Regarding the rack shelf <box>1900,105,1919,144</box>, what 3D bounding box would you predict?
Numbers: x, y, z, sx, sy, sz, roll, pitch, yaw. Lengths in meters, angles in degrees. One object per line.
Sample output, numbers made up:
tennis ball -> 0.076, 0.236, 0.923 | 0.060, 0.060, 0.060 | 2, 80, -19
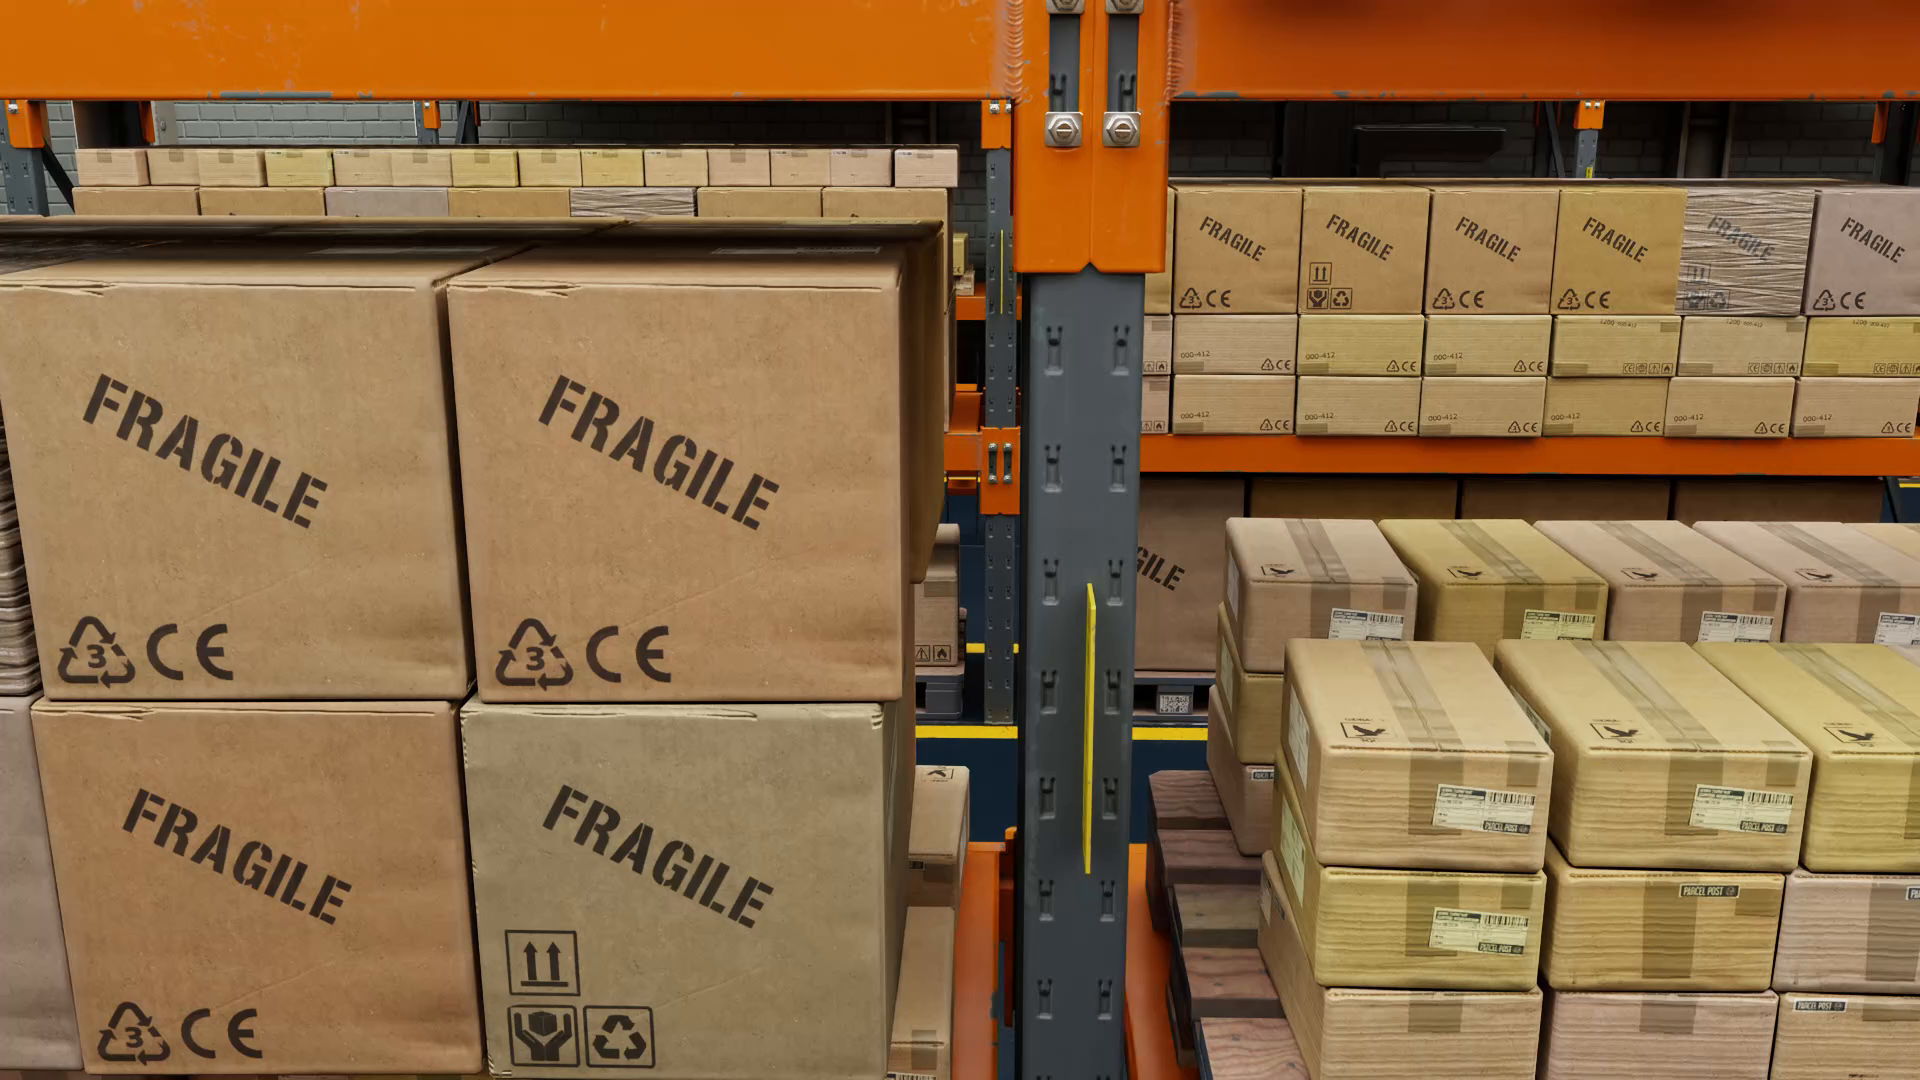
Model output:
rack shelf -> 6.179, -1.827, 6.917 | 4.000, 0.370, 1.077 | 0, 15, 1

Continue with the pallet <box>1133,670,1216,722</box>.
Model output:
pallet -> 0.954, 0.570, 7.765 | 1.213, 0.211, 1.003 | 0, 15, 1

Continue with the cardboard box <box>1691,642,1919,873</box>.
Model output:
cardboard box -> 1.073, 0.252, 2.007 | 0.250, 0.149, 0.380 | 1, 15, 2

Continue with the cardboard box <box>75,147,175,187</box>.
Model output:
cardboard box -> -3.470, -1.563, 6.955 | 0.250, 0.149, 0.380 | 1, 15, 3

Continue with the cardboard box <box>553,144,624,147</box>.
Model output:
cardboard box -> -1.650, -1.692, 7.447 | 0.250, 0.149, 0.380 | 0, 15, 2

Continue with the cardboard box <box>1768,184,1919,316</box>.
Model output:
cardboard box -> 3.656, -1.206, 6.877 | 0.500, 0.500, 0.500 | 0, 15, 0

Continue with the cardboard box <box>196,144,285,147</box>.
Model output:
cardboard box -> -3.199, -1.689, 7.433 | 0.250, 0.149, 0.380 | 1, 15, 2

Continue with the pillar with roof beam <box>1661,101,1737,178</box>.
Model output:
pillar with roof beam -> 5.519, -4.028, 7.967 | 0.400, 9.000, 9.100 | 0, 15, 1

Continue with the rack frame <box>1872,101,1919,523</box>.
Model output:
rack frame -> 4.180, -0.738, 7.257 | 0.127, 3.000, 1.000 | 0, 15, 1

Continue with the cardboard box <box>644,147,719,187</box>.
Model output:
cardboard box -> -1.149, -1.553, 6.920 | 0.250, 0.149, 0.380 | 0, 15, 1

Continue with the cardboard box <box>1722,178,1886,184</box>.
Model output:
cardboard box -> 3.693, -1.335, 7.365 | 0.500, 0.500, 0.500 | 0, 15, 0

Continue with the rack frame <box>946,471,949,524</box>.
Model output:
rack frame -> -0.077, -0.581, 10.189 | 0.006, 1.200, 0.240 | 0, 15, 1

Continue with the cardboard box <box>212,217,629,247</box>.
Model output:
cardboard box -> -0.808, -0.241, 2.635 | 0.500, 0.500, 0.500 | 0, 15, 0

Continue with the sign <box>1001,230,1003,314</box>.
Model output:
sign -> 0.168, -1.079, 6.699 | 0.005, 0.325, 0.100 | 0, 15, 1

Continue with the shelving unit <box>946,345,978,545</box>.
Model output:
shelving unit -> 0.014, -0.580, 10.187 | 0.189, 1.200, 0.258 | 0, 15, 1

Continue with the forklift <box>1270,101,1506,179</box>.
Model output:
forklift -> 2.529, -1.354, 9.728 | 3.031, 2.935, 1.130 | 1, 15, 5

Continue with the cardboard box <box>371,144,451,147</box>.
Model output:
cardboard box -> -2.429, -1.677, 7.387 | 0.250, 0.149, 0.380 | 0, 15, 1

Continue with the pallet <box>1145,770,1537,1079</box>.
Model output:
pallet -> 0.916, 0.634, 2.434 | 1.213, 0.211, 1.003 | 0, 15, 1

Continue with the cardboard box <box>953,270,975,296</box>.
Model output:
cardboard box -> -0.021, -1.846, 11.950 | 0.250, 0.149, 0.380 | 1, 15, 2

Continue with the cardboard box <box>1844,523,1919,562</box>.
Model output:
cardboard box -> 1.597, 0.090, 2.620 | 0.250, 0.149, 0.380 | 0, 15, 0

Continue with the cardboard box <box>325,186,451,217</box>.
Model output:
cardboard box -> -2.314, -1.243, 7.016 | 0.500, 0.500, 0.500 | 0, 15, 1

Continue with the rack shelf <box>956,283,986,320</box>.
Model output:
rack shelf -> -1.695, -1.695, 12.295 | 4.000, 0.370, 1.077 | 0, 15, 1

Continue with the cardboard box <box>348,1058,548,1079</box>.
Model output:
cardboard box -> -0.662, 0.687, 2.347 | 0.250, 0.149, 0.380 | 1, 15, 4

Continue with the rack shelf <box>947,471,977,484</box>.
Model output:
rack shelf -> 0.014, -0.421, 10.229 | 0.180, 0.103, 0.258 | 0, 15, 1

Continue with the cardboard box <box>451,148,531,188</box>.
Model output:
cardboard box -> -1.921, -1.542, 6.876 | 0.250, 0.149, 0.380 | 0, 15, 0

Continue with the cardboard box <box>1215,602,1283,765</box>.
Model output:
cardboard box -> 0.558, 0.226, 2.690 | 0.250, 0.149, 0.380 | 1, 15, 3

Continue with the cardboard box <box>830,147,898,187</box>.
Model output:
cardboard box -> -0.396, -1.560, 6.944 | 0.250, 0.149, 0.380 | 1, 15, 3

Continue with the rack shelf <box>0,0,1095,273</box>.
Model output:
rack shelf -> -1.844, -0.617, 2.327 | 4.000, 0.370, 1.077 | 0, 15, 1

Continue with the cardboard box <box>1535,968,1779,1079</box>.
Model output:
cardboard box -> 0.815, 0.538, 2.092 | 0.250, 0.149, 0.380 | 1, 15, 2

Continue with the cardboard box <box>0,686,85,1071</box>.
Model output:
cardboard box -> -1.351, 0.368, 2.284 | 0.500, 0.500, 0.500 | 0, 15, 1

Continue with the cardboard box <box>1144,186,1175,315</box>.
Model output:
cardboard box -> 0.614, -1.220, 6.927 | 0.500, 0.500, 0.500 | 1, 15, 2

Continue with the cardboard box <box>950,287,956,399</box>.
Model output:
cardboard box -> -0.281, -0.882, 7.608 | 0.500, 0.500, 0.500 | 1, 15, 3

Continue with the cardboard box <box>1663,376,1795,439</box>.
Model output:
cardboard box -> 3.156, -0.602, 7.035 | 0.500, 0.250, 0.500 | 1, 15, 2

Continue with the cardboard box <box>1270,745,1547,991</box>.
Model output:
cardboard box -> 0.538, 0.393, 2.055 | 0.250, 0.149, 0.380 | 1, 15, 2

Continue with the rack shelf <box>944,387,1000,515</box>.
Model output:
rack shelf -> -1.818, -0.429, 7.497 | 4.000, 0.370, 1.077 | 0, 15, 1

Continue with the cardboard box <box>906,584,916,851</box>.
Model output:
cardboard box -> -0.333, 0.239, 2.774 | 0.500, 0.500, 0.500 | 0, 15, 0

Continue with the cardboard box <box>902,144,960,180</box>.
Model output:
cardboard box -> -0.128, -1.678, 7.391 | 0.250, 0.149, 0.380 | 0, 15, 1

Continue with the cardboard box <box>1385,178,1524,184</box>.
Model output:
cardboard box -> 2.176, -1.348, 7.412 | 0.500, 0.500, 0.500 | 1, 15, 2

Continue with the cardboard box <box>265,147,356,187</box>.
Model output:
cardboard box -> -2.686, -1.551, 6.911 | 0.250, 0.149, 0.380 | 0, 15, 0

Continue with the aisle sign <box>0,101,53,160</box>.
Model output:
aisle sign -> -3.897, -1.974, 6.844 | 0.004, 0.787, 0.394 | 0, 15, 1

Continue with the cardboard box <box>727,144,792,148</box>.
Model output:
cardboard box -> -0.888, -1.683, 7.413 | 0.250, 0.149, 0.380 | 0, 15, 1

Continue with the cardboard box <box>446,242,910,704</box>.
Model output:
cardboard box -> -0.321, -0.111, 2.141 | 0.500, 0.500, 0.500 | 0, 15, -1

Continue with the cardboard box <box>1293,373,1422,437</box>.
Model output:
cardboard box -> 1.643, -0.611, 7.070 | 0.500, 0.250, 0.500 | 0, 15, 1

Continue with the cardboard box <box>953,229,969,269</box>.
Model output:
cardboard box -> -0.184, -2.173, 12.408 | 0.500, 0.250, 0.500 | 0, 15, 1

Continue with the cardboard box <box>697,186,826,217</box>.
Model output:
cardboard box -> -0.805, -1.234, 6.981 | 0.500, 0.500, 0.500 | 0, 15, 1

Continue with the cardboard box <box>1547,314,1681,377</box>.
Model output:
cardboard box -> 2.664, -0.846, 6.981 | 0.500, 0.250, 0.500 | 0, 15, 0

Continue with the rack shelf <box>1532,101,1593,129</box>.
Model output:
rack shelf -> 2.303, -3.119, 11.813 | 4.000, 0.370, 1.077 | 0, 15, 1

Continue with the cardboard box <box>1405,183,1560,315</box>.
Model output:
cardboard box -> 2.141, -1.218, 6.919 | 0.500, 0.500, 0.500 | 0, 15, 1

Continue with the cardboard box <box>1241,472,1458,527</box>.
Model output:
cardboard box -> 1.706, 0.048, 7.620 | 0.875, 0.875, 0.875 | 1, 15, 3

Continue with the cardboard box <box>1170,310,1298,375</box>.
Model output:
cardboard box -> 1.136, -0.862, 7.042 | 0.500, 0.250, 0.500 | 1, 15, 2

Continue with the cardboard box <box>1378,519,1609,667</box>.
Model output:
cardboard box -> 0.831, 0.084, 2.644 | 0.250, 0.149, 0.380 | 0, 15, 0
